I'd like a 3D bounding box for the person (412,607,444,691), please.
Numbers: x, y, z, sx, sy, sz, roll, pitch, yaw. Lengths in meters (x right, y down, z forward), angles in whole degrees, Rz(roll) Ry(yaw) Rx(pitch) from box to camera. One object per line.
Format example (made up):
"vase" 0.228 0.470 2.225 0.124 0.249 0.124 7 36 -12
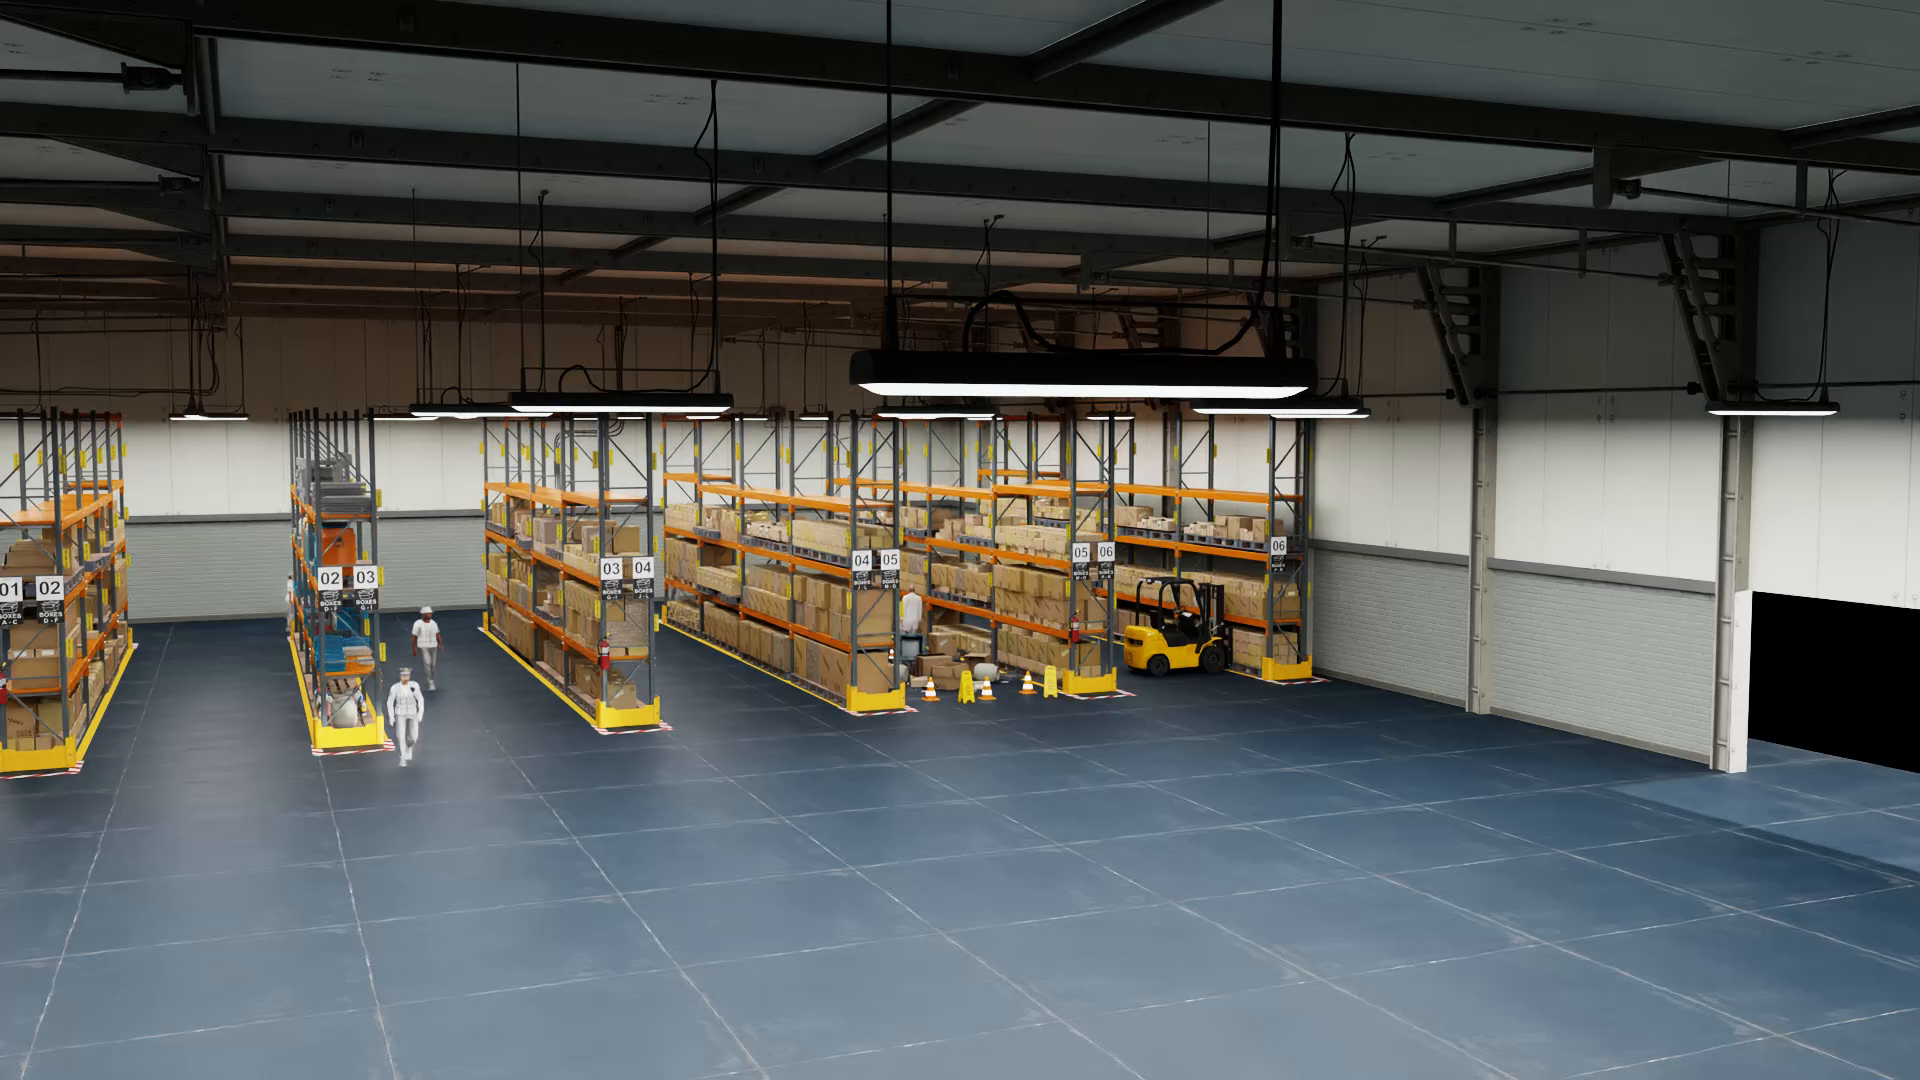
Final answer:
"person" -11.447 2.343 35.972 0.782 1.763 0.602 4 5 42

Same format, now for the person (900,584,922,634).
"person" -1.203 1.973 40.707 0.627 1.777 0.521 -2 5 -29

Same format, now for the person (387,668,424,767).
"person" -9.333 2.947 27.988 0.583 1.660 0.530 -2 4 -22

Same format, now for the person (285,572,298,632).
"person" -18.260 1.703 45.544 0.433 1.685 0.507 -2 4 -23

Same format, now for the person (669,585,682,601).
"person" -8.494 1.420 49.879 0.419 1.586 0.524 2 5 28
